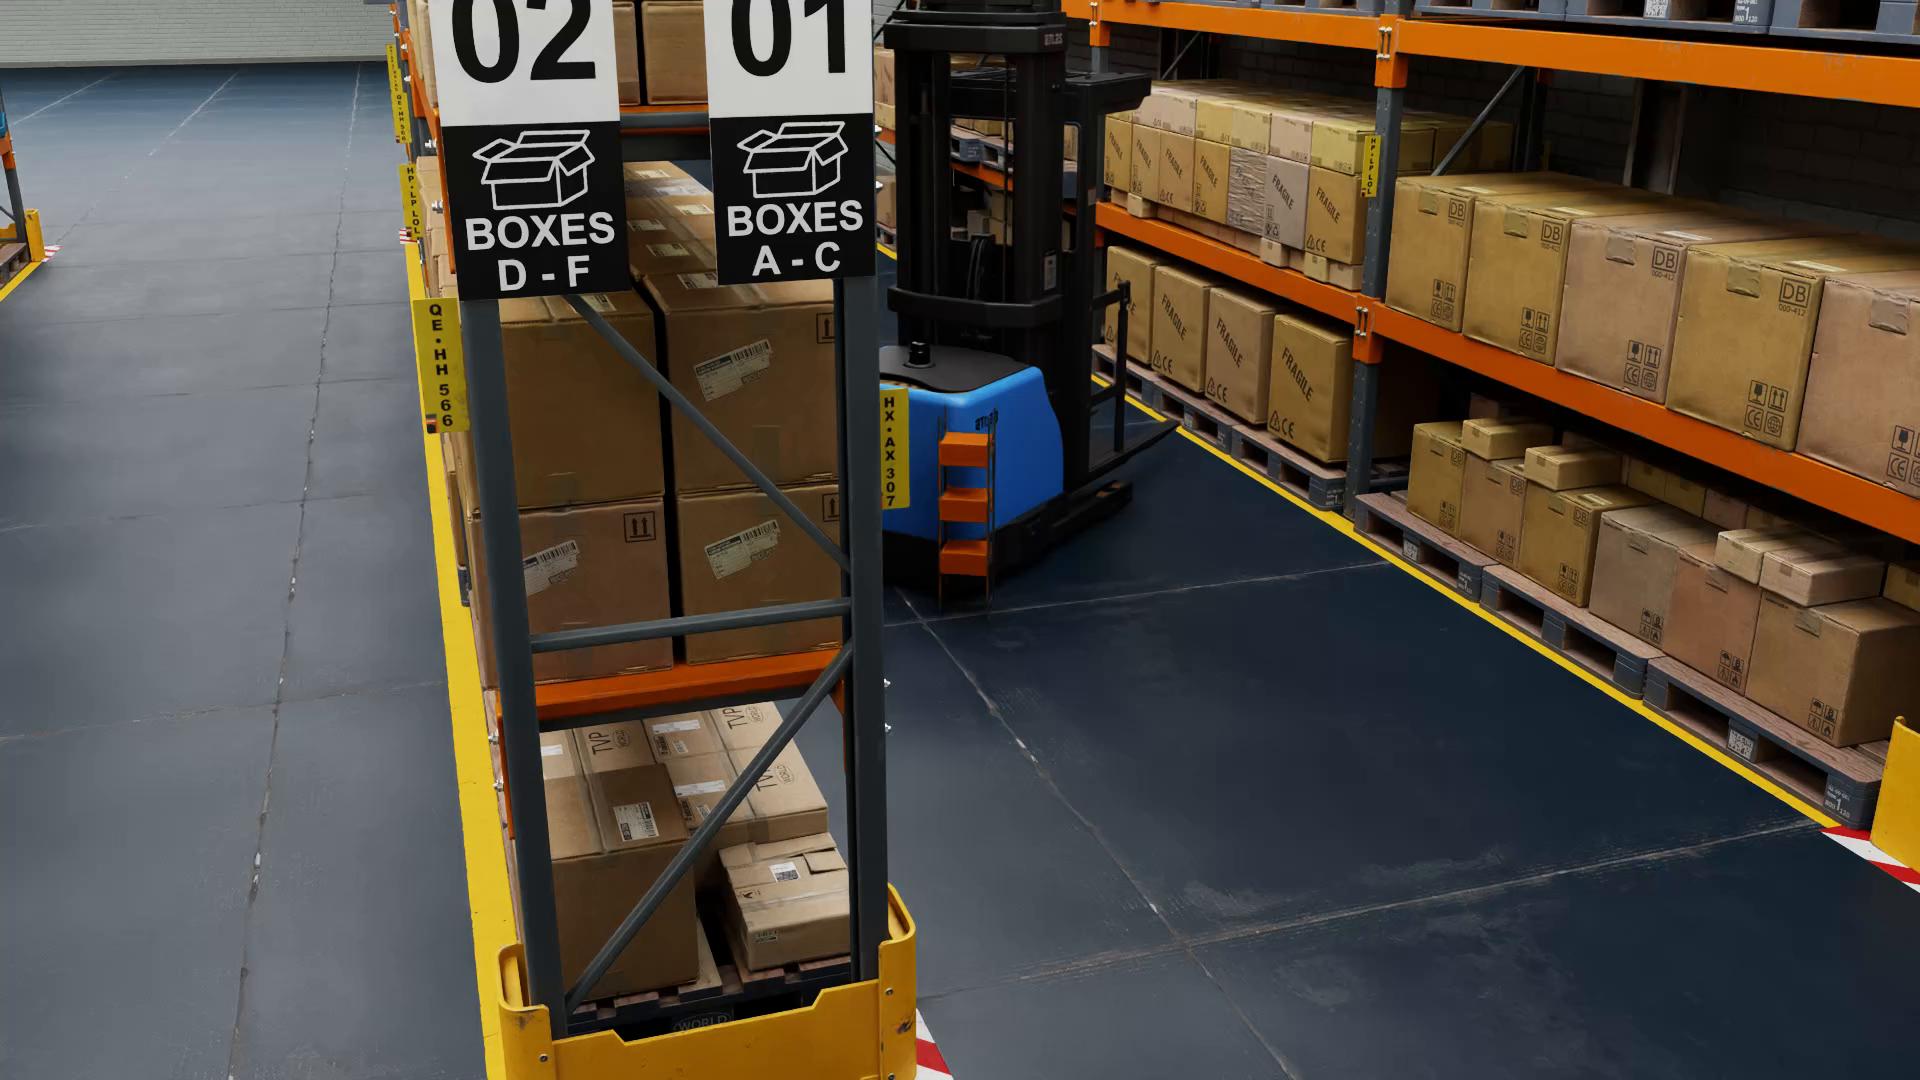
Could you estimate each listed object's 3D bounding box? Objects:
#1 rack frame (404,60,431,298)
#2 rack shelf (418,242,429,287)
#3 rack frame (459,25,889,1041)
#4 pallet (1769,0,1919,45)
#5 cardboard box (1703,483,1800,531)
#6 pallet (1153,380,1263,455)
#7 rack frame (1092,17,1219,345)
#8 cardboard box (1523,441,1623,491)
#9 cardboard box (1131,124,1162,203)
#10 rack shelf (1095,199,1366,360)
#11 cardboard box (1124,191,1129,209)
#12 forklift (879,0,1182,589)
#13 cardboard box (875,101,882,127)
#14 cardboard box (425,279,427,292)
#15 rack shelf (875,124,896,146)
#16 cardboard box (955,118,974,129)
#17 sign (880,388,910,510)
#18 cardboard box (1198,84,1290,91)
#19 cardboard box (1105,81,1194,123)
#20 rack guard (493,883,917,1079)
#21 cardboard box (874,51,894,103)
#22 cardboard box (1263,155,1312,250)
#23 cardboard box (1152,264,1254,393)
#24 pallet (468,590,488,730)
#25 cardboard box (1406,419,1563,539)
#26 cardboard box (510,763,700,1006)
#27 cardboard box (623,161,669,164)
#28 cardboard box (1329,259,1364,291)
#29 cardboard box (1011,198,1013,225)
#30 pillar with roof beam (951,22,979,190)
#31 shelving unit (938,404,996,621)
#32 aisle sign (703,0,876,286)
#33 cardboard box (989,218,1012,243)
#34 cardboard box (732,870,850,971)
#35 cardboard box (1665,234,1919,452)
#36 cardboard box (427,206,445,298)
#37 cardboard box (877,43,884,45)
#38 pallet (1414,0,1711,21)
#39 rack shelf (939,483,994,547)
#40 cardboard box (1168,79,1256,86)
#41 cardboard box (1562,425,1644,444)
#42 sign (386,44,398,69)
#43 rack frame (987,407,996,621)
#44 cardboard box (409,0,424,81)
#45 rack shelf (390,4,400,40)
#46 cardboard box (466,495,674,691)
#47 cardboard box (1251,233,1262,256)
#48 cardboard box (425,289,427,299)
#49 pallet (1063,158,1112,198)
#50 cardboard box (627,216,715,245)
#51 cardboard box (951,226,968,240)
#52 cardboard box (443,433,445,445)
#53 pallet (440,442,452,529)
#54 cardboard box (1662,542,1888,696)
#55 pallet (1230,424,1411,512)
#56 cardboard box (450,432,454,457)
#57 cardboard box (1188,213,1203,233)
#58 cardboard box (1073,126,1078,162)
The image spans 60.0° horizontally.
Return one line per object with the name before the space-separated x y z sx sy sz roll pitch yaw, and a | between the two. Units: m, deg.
rack frame | -3.211 -2.339 11.490 1.000 3.000 0.127 -6 21 -17
rack shelf | -2.583 -1.358 9.825 1.077 0.370 4.000 -6 21 -17
rack frame | -0.697 0.229 4.343 1.000 3.000 0.127 -6 21 -17
pallet | 3.761 -1.906 5.979 1.003 0.211 1.213 -6 21 -17
cardboard box | 3.600 -0.145 7.500 0.380 0.149 0.250 -6 21 -16
pallet | 2.046 -0.902 11.615 1.003 0.211 1.213 -6 21 -17
rack frame | 1.490 -2.866 12.959 1.000 3.000 0.127 -6 21 -17
cardboard box | 2.984 -0.361 8.102 0.380 0.149 0.250 -7 21 -19
cardboard box | 1.556 -2.710 11.908 0.500 0.500 0.500 -6 21 -15
rack shelf | 2.119 -1.886 11.294 1.077 0.370 4.000 -6 21 -17
cardboard box | 1.445 -2.545 12.408 0.380 0.149 0.250 -6 21 -16
forklift | 0.377 -1.576 9.469 1.130 2.935 3.031 12 23 30
cardboard box | -0.685 -4.690 18.229 0.500 0.250 0.500 -6 21 -17
cardboard box | -4.091 -2.137 13.547 0.500 0.311 0.500 -6 21 -16
rack shelf | -0.396 -4.453 18.441 1.077 0.370 4.000 -6 21 -17
cardboard box | 0.360 -4.237 15.976 0.700 0.500 0.500 -6 21 -17
sign | -0.182 -0.237 4.357 0.100 0.325 0.005 -6 21 -17
cardboard box | 2.038 -3.131 11.969 0.500 0.250 0.500 -7 21 -19
cardboard box | 1.397 -3.233 12.254 0.500 0.250 0.500 -6 21 -16
rack guard | -0.721 1.381 4.833 1.175 0.500 0.348 -6 21 -17
cardboard box | -0.684 -5.049 18.120 0.500 0.500 0.500 -6 21 -16
cardboard box | 2.193 -2.063 10.105 0.500 0.500 0.500 -6 21 -17
cardboard box | 1.866 -1.520 11.771 0.750 0.750 0.750 -6 21 -17
pallet | -1.739 0.478 7.774 1.003 0.211 1.213 -6 21 -17
cardboard box | 2.885 -0.353 9.038 0.700 0.500 0.500 -6 21 -17
cardboard box | -1.102 1.050 5.104 0.500 0.500 0.500 -6 21 -17
cardboard box | -1.549 -1.438 7.355 0.500 0.500 0.500 -6 21 -17
cardboard box | 2.372 -1.552 9.642 0.380 0.149 0.250 -6 21 -17
cardboard box | 0.789 -2.991 15.245 0.500 0.250 0.500 -7 21 -19
pillar with roof beam | -4.070 -7.667 17.449 9.100 9.000 0.400 -6 21 -17
shelving unit | 0.034 -0.132 8.230 0.252 1.050 0.215 3 20 9
aisle sign | -0.397 -1.004 3.929 0.394 0.787 0.004 -6 21 -17
cardboard box | 0.690 -2.785 15.781 0.700 0.500 0.500 -7 21 -18
cardboard box | -0.502 1.192 5.226 0.380 0.149 0.250 -6 21 -17
cardboard box | 3.595 -0.835 6.860 0.980 0.700 0.700 -7 21 -18
cardboard box | -1.586 -0.895 5.845 0.500 0.500 0.500 -6 21 -16
cardboard box | -0.674 -5.596 19.643 0.500 0.500 0.500 -7 21 -18
pallet | 2.994 -2.689 8.159 1.003 0.211 1.213 -6 21 -17
rack shelf | 0.034 -0.122 8.233 0.240 0.259 0.215 3 20 9
cardboard box | 1.879 -3.298 12.433 0.500 0.250 0.500 -6 21 -16
cardboard box | 3.279 -0.472 8.411 0.380 0.149 0.250 -7 21 -19
sign | -6.255 -5.294 18.319 0.100 0.325 0.005 -6 21 -17
rack frame | 0.154 -0.125 8.210 0.008 1.050 0.200 3 20 9
cardboard box | -1.425 -1.570 5.135 0.500 0.250 0.500 -6 21 -17
rack shelf | -3.840 -4.054 12.892 1.077 0.370 4.000 -6 21 -17
cardboard box | -1.096 0.067 4.645 0.500 0.500 0.500 -6 21 -16
cardboard box | 2.079 -1.883 10.562 0.380 0.149 0.250 -6 21 -17
cardboard box | -4.418 -2.206 14.567 0.500 0.250 0.500 -6 21 -16
pallet | 1.165 -2.993 13.596 1.213 0.211 1.003 -6 21 -17
cardboard box | -0.910 -0.787 5.544 0.500 0.500 0.500 -6 21 -16
cardboard box | 0.036 -3.192 17.406 0.380 0.166 0.250 -9 22 -24
cardboard box | -2.686 -0.534 9.513 0.500 0.500 0.500 -6 21 -17
pallet | -2.633 -0.392 10.195 1.003 0.211 1.213 -6 21 -17
cardboard box | 3.532 0.305 7.206 0.700 0.500 0.500 -6 21 -17
pallet | 2.433 -0.510 10.524 1.003 0.211 1.213 -6 21 -17
cardboard box | -1.734 -0.585 6.459 0.500 0.500 0.500 -6 21 -17
cardboard box | 1.805 -2.217 11.494 0.380 0.149 0.250 -6 21 -16
cardboard box | 1.333 -3.270 13.284 0.700 0.500 0.500 -9 22 -24
